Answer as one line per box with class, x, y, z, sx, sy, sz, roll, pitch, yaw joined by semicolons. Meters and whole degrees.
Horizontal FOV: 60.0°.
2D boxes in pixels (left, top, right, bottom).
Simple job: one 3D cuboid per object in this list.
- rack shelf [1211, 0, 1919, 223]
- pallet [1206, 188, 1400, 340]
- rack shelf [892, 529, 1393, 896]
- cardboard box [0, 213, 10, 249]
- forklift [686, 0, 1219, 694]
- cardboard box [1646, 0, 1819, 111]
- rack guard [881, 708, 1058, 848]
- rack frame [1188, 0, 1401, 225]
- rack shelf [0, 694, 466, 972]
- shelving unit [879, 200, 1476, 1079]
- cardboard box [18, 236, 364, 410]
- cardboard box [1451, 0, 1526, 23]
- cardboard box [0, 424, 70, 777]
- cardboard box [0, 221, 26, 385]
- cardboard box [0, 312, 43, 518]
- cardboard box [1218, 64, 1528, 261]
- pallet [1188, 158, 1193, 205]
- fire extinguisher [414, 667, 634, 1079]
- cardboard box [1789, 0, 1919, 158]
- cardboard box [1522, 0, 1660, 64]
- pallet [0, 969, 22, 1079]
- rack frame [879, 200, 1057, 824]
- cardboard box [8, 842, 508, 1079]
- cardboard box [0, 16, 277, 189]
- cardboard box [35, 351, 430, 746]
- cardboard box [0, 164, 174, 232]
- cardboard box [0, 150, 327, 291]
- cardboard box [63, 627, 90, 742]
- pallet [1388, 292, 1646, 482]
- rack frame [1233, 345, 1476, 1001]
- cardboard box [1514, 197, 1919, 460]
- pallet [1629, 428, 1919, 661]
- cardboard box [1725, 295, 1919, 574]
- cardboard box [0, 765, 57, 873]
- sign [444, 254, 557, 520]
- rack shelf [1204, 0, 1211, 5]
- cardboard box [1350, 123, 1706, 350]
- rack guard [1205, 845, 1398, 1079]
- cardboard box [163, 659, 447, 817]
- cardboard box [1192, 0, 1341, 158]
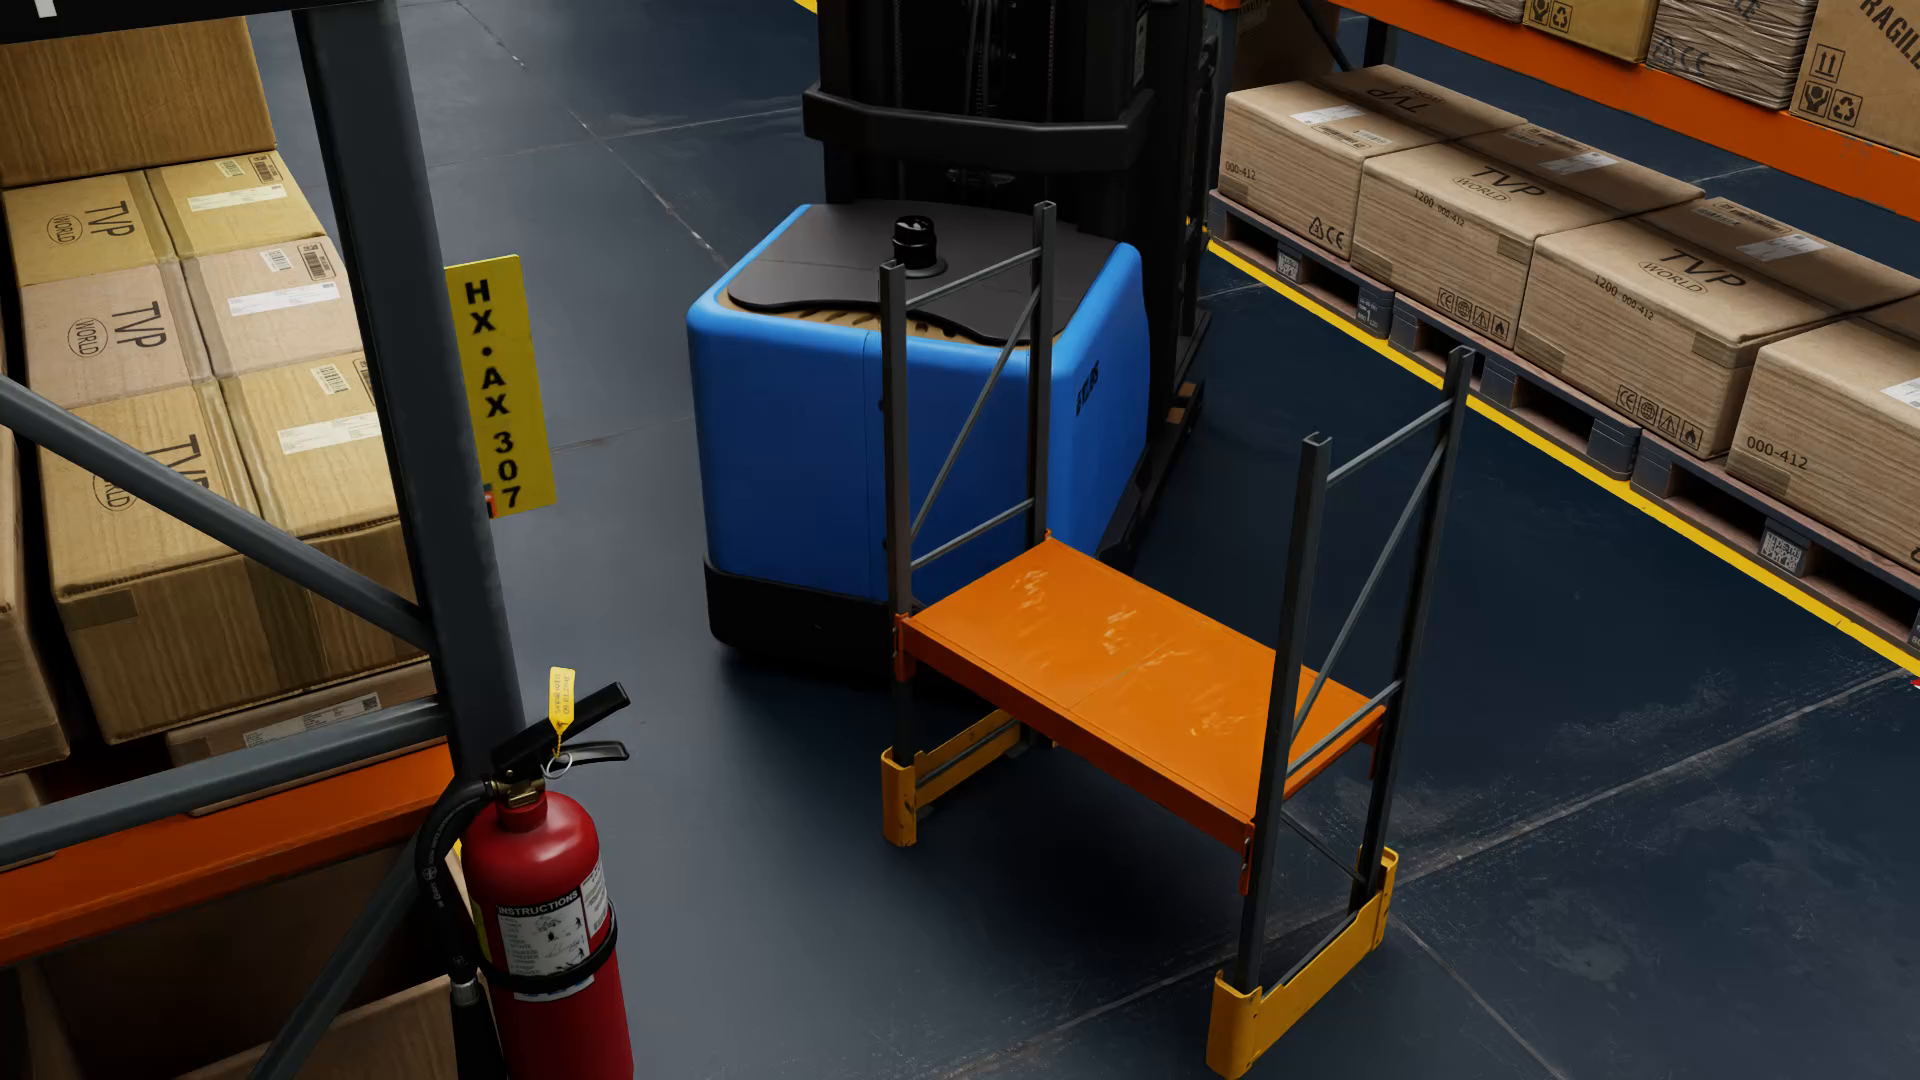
rack shelf;2.438;-1.572;5.589;1.077;0.370;4.000;-16;36;-23
pallet;1.791;-1.272;7.040;1.003;0.211;1.213;-16;36;-23
rack shelf;0.386;0.336;3.668;1.000;0.185;0.538;28;42;36
cardboard box;-2.178;-0.618;3.298;0.500;0.250;0.500;-16;36;-23
forklift;0.227;-1.585;5.007;1.130;2.935;3.031;10;34;15
cardboard box;2.442;-1.612;4.893;0.500;0.500;0.500;-15;36;-22
rack guard;0.038;0.526;4.198;0.087;0.250;0.587;28;42;36
rack frame;1.505;-2.829;6.885;1.000;3.000;0.127;-16;36;-23
rack shelf;-1.952;-0.321;3.638;1.077;0.370;4.000;-16;36;-23
shelving unit;0.392;0.188;3.566;1.083;1.500;0.587;28;42;36
cardboard box;-1.228;-0.257;2.733;0.500;0.250;0.500;-15;36;-23
cardboard box;1.950;-2.101;5.656;0.500;0.500;0.500;-16;36;-23
cardboard box;-1.468;0.115;2.153;0.500;0.250;0.500;-15;36;-22
cardboard box;-1.935;-0.369;2.908;0.500;0.250;0.500;-15;35;-22
cardboard box;-1.708;-0.131;2.537;0.500;0.250;0.500;-16;36;-23
cardboard box;1.703;-1.600;6.953;0.875;0.438;0.875;-16;36;-24
pallet;1.079;-2.004;8.183;1.003;0.211;1.213;-16;36;-23
fire extinguisher;-0.542;0.474;2.147;0.296;0.674;0.183;-16;36;-23
cardboard box;2.690;-1.369;4.514;0.500;0.500;0.500;-17;36;-24
cardboard box;2.190;-1.855;5.273;0.500;0.500;0.500;-15;35;-22
pallet;-1.427;1.088;3.356;1.003;0.211;1.213;-16;36;-23
rack frame;0.024;-0.008;3.872;0.032;1.500;0.500;28;42;36
cardboard box;-1.221;0.889;3.007;0.797;0.503;0.637;-17;37;-25
cardboard box;-1.692;-1.048;3.273;0.500;0.500;0.500;-15;36;-22
cardboard box;-0.992;-0.016;2.358;0.500;0.250;0.500;-16;36;-23
cardboard box;-1.724;-0.737;3.482;0.500;0.250;0.500;-17;36;-24
cardboard box;-1.467;-0.498;3.110;0.500;0.250;0.500;-17;36;-24
cardboard box;-1.475;0.209;2.377;0.380;0.149;0.250;-15;35;-22
pallet;2.363;-0.689;6.130;1.003;0.211;1.213;-16;36;-23
rack frame;0.747;0.378;3.270;0.032;1.500;0.500;28;42;36
cardboard box;2.540;-0.743;5.614;0.875;0.438;0.875;-15;36;-22
pallet;2.928;-0.108;5.223;1.003;0.211;1.213;-16;36;-23
cardboard box;2.974;-0.308;4.936;0.875;0.438;0.875;-17;36;-25
cardboard box;-1.411;0.345;2.163;0.380;0.149;0.250;-16;36;-24
sign;-0.539;-0.171;1.934;0.100;0.325;0.005;-16;36;-23
rack shelf;0.573;-3.481;8.569;1.077;0.370;4.000;-16;36;-23
cardboard box;2.121;-1.173;6.287;0.875;0.438;0.875;-17;36;-24
rack guard;0.746;0.904;3.608;0.087;0.250;0.587;28;42;36
cardboard box;-0.930;0.210;2.374;0.380;0.149;0.250;-16;36;-23
cardboard box;1.145;-2.387;7.775;0.875;0.875;0.875;-15;35;-22
